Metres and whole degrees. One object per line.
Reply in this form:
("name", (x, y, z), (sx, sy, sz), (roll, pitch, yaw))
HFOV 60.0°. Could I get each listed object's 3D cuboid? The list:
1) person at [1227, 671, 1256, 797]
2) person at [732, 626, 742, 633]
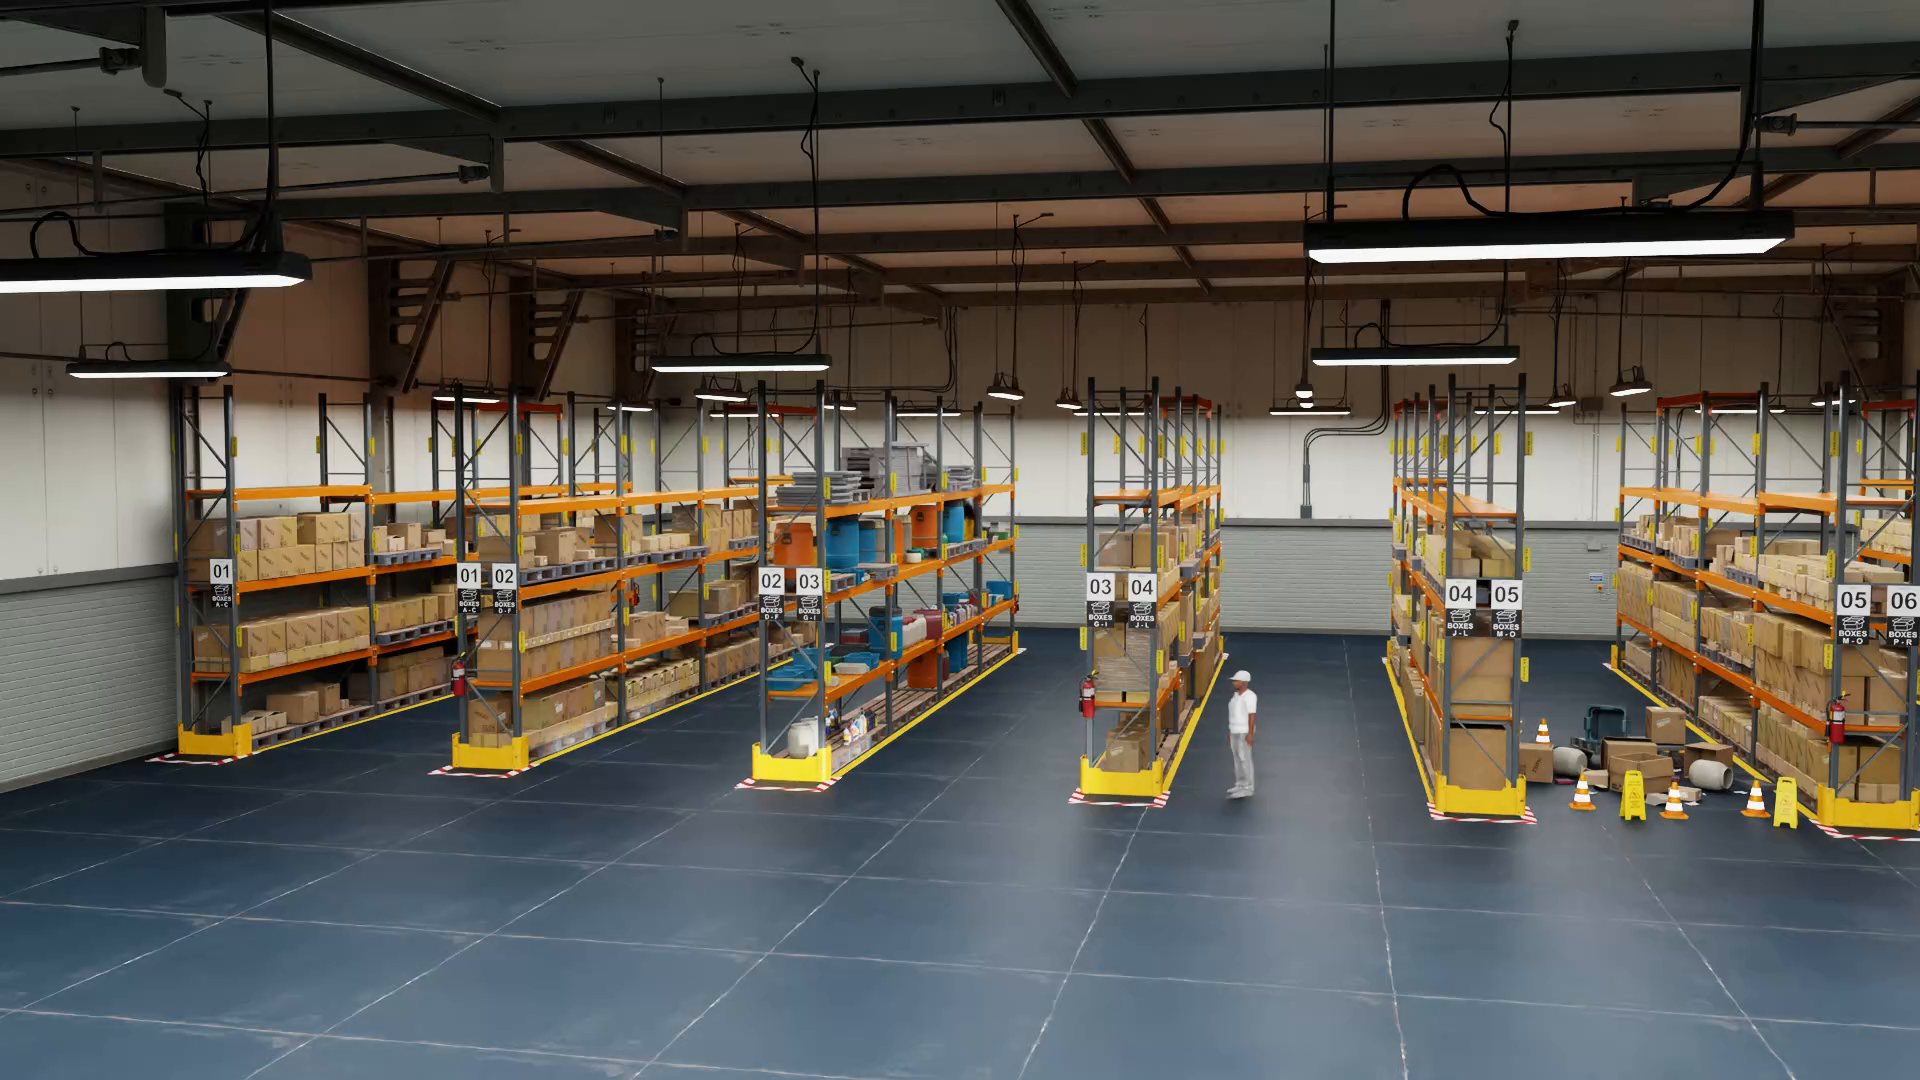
("person", (4.022, 2.772, 23.959), (0.423, 1.769, 0.607), (-1, 3, -20))
("person", (-5.692, 1.834, 42.664), (0.496, 1.651, 0.485), (0, 3, -9))
